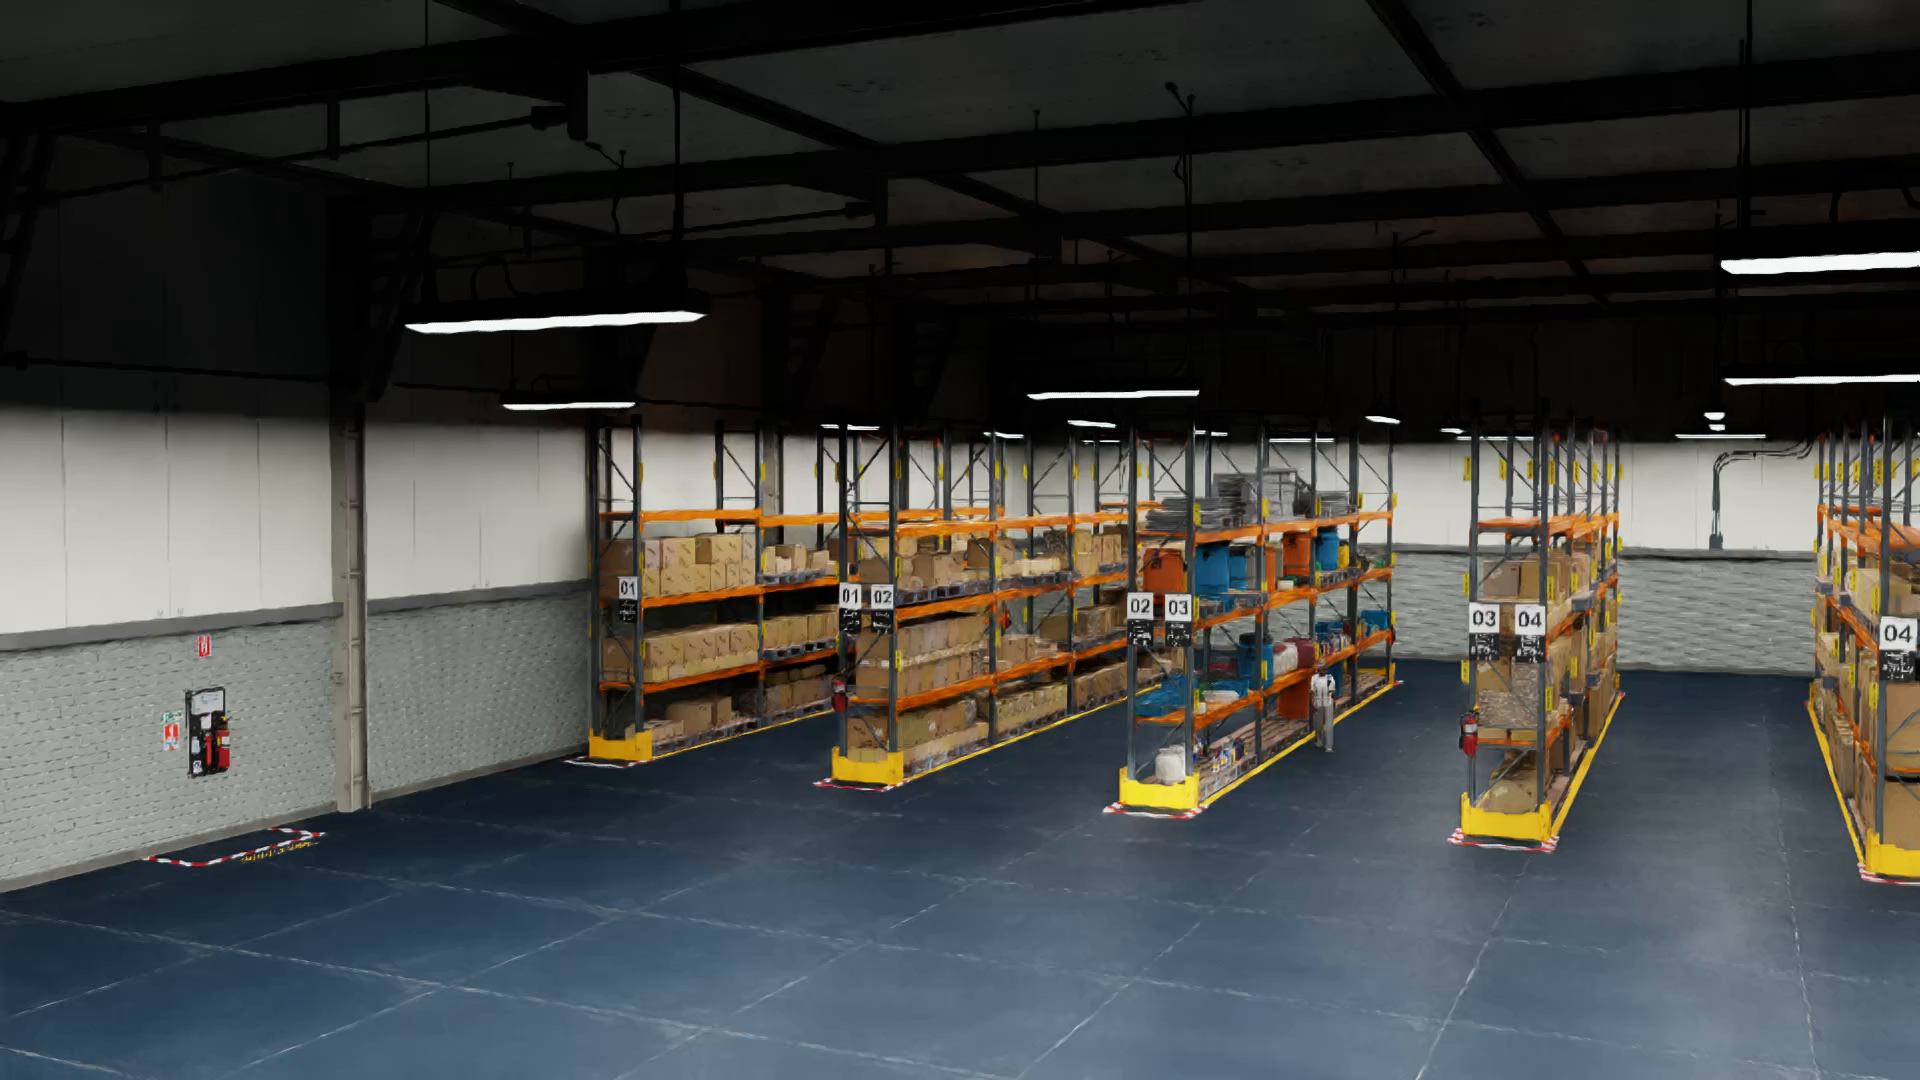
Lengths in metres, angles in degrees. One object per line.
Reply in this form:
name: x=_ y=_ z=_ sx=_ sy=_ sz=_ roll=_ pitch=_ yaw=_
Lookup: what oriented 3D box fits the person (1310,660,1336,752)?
person: x=6.503 y=2.950 z=29.821 sx=0.448 sy=1.618 sz=0.997 roll=1 pitch=2 yaw=16
